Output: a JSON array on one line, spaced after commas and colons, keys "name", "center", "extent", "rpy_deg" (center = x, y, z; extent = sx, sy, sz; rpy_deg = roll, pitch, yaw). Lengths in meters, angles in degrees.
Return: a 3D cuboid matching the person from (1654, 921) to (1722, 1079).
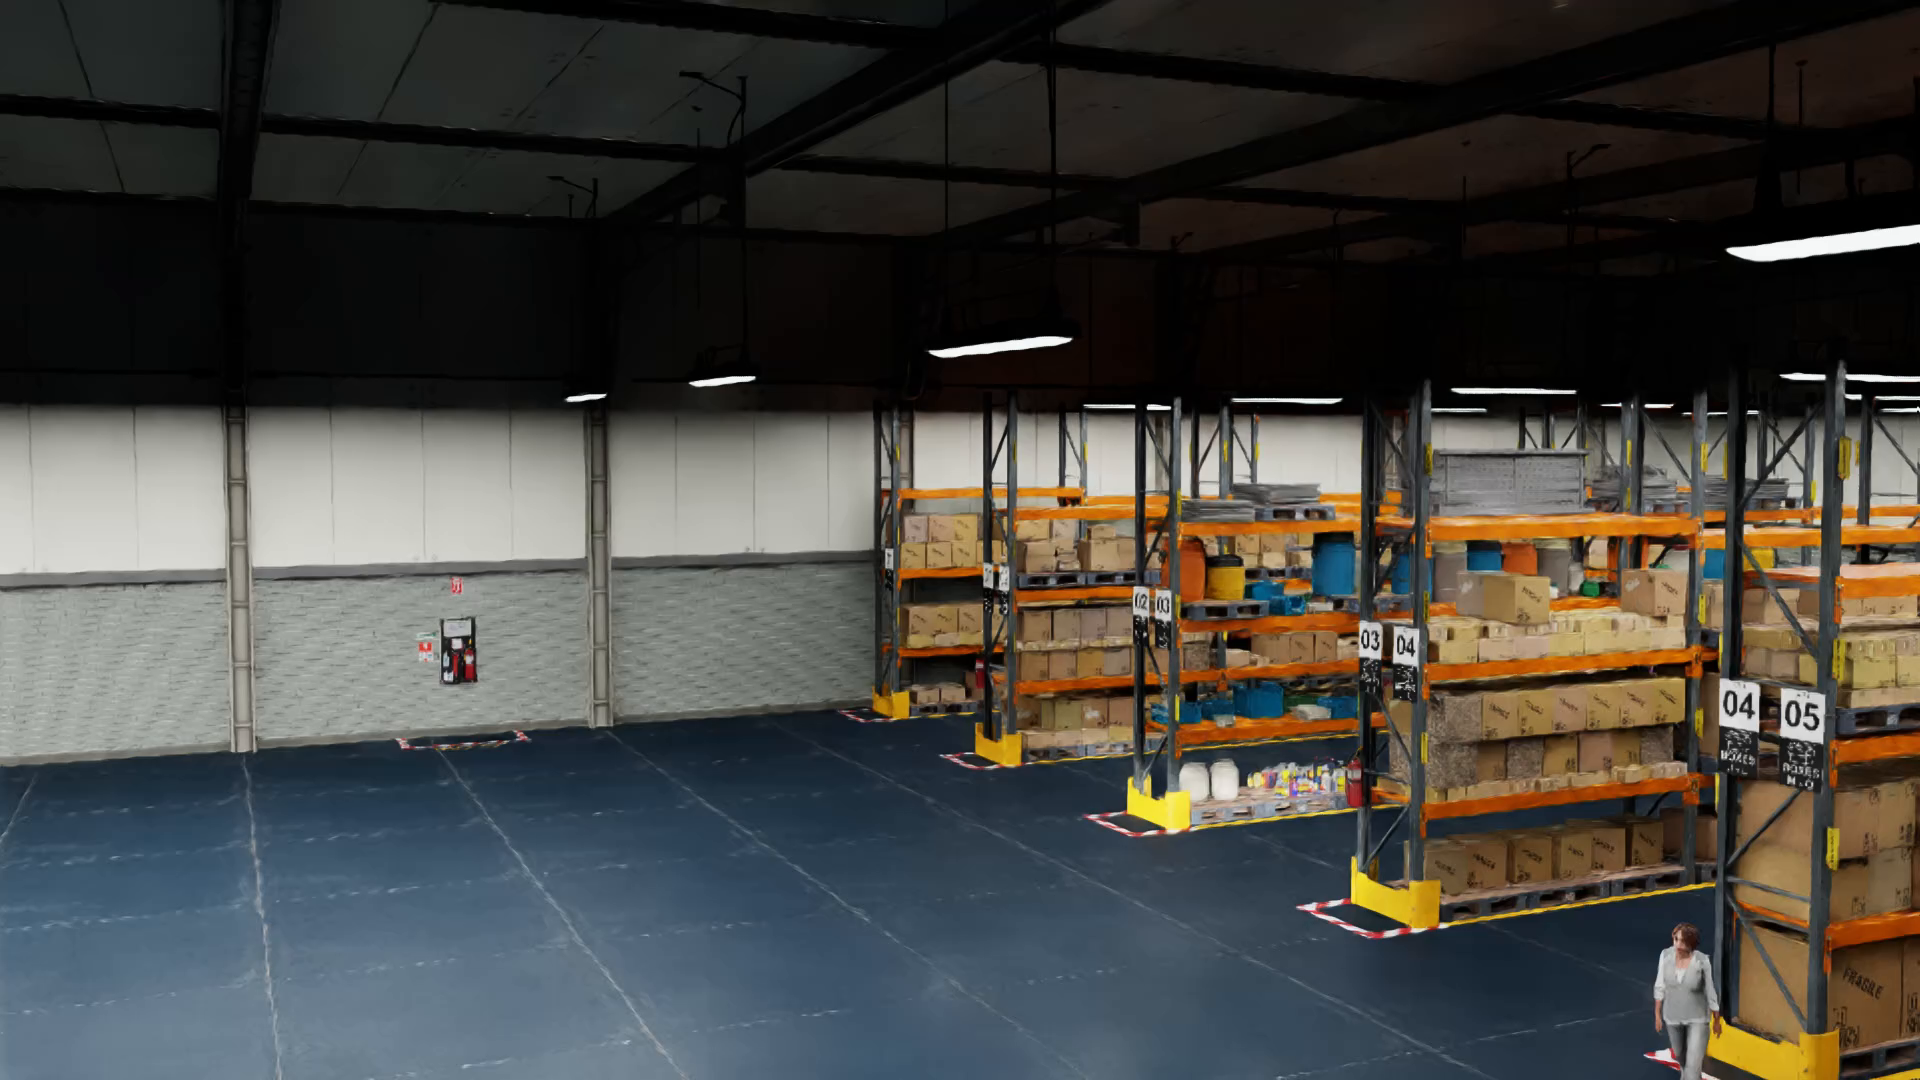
[{"name": "person", "center": [5.537, 3.668, 12.689], "extent": [0.453, 1.503, 0.881], "rpy_deg": [3, 4, 42]}]
